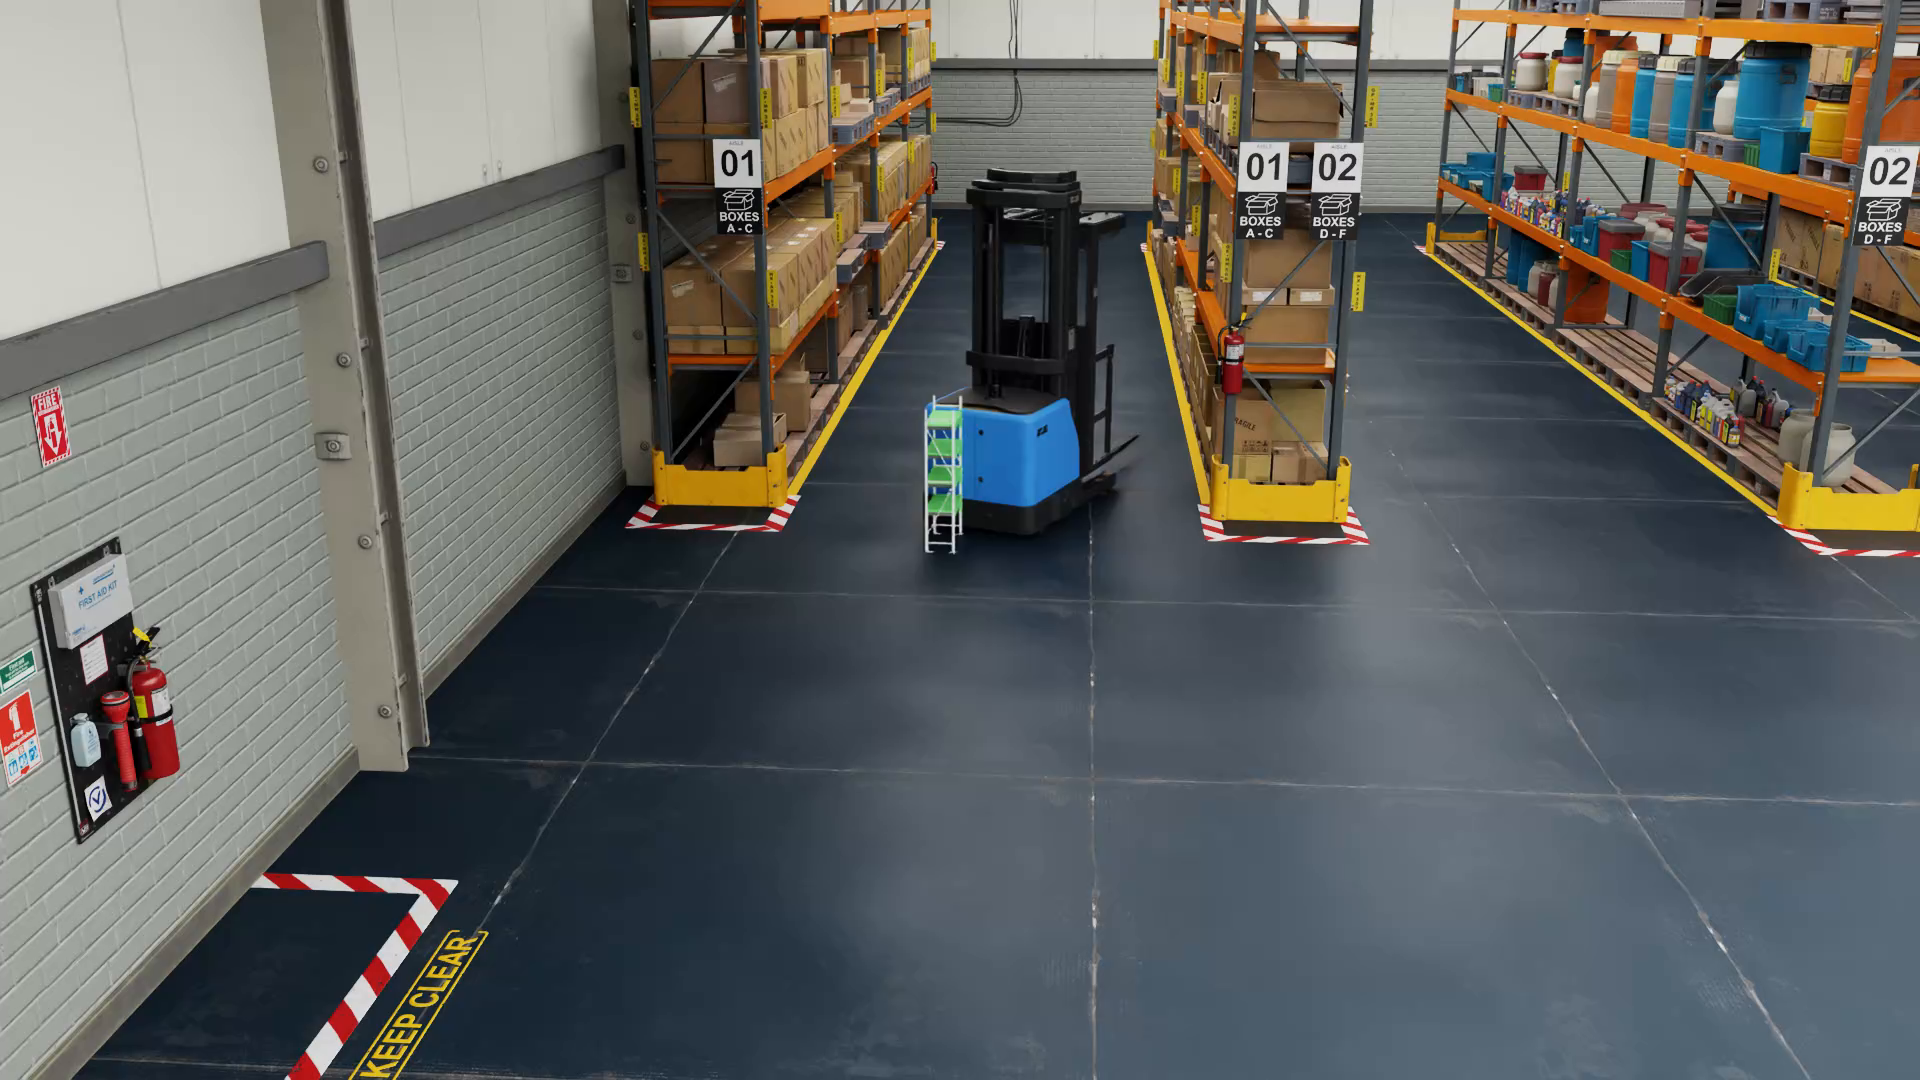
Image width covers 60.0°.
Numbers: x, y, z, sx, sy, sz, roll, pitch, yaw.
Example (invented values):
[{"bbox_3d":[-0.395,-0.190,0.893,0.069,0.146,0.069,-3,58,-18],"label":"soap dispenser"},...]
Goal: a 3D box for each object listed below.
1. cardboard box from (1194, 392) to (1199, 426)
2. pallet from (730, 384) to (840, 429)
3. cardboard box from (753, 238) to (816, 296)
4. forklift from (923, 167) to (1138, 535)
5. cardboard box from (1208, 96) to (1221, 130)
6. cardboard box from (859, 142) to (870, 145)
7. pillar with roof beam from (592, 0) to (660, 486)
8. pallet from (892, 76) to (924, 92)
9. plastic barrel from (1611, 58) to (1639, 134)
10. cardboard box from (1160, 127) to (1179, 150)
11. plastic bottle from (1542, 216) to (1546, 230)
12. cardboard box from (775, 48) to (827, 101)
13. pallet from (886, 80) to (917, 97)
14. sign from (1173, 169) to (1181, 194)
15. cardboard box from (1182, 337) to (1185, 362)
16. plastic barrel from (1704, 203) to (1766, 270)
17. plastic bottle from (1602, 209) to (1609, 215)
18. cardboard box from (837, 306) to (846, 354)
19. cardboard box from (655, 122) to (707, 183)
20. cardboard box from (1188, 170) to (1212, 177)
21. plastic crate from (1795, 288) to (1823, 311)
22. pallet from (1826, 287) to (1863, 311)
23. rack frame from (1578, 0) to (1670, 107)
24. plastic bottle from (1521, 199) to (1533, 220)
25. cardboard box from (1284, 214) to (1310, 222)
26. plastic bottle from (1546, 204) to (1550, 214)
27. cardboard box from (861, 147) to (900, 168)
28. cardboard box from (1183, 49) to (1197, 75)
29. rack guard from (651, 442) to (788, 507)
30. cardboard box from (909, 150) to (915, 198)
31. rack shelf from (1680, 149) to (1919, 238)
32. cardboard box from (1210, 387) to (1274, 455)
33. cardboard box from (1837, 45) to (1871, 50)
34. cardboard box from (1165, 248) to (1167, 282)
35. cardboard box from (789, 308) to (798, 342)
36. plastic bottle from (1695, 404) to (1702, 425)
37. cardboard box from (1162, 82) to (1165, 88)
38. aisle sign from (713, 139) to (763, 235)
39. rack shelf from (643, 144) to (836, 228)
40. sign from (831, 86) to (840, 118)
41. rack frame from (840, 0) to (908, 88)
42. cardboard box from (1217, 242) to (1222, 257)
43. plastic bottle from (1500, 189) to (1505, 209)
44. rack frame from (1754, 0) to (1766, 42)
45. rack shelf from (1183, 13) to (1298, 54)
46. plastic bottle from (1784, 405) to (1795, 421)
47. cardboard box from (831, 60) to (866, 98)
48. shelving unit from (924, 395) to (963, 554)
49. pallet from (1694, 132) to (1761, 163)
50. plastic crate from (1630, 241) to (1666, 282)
[{"bbox_3d":[2.653,-1.335,16.921,0.500,0.250,0.500,1,18,4],"label":"cardboard box"},{"bbox_3d":[-1.884,-1.464,18.053,1.003,0.211,1.213,1,18,4],"label":"pallet"},{"bbox_3d":[-1.710,-2.667,16.249,0.500,0.500,0.500,2,18,6],"label":"cardboard box"},{"bbox_3d":[0.789,-1.849,14.859,1.130,2.935,3.031,9,20,25],"label":"forklift"},{"bbox_3d":[2.733,-4.220,16.413,0.500,0.311,0.500,0,18,1],"label":"cardboard box"},{"bbox_3d":[-1.590,-5.901,25.241,0.500,0.250,0.500,2,18,6],"label":"cardboard box"},{"bbox_3d":[1.324,-4.748,13.962,9.100,9.000,0.400,1,18,4],"label":"pillar with roof beam"},{"bbox_3d":[-1.138,-7.499,27.316,1.003,0.211,1.213,1,18,4],"label":"pallet"},{"bbox_3d":[7.975,-5.196,19.457,0.600,0.830,0.708,1,18,4],"label":"plastic barrel"},{"bbox_3d":[3.492,-6.375,26.796,0.500,0.500,0.500,1,18,4],"label":"cardboard box"},{"bbox_3d":[7.979,-4.319,22.606,0.097,0.201,0.097,0,18,0],"label":"plastic bottle"},{"bbox_3d":[-1.636,-4.795,17.123,0.500,0.500,0.500,0,18,-1],"label":"cardboard box"},{"bbox_3d":[-1.228,-7.121,26.162,1.003,0.211,1.213,1,18,4],"label":"pallet"},{"bbox_3d":[2.815,-4.654,21.576,0.100,0.325,0.005,1,18,4],"label":"sign"},{"bbox_3d":[2.885,-2.234,19.664,0.500,0.250,0.500,2,18,5],"label":"cardboard box"},{"bbox_3d":[8.341,-3.129,17.851,0.600,0.901,0.708,1,18,4],"label":"plastic barrel"},{"bbox_3d":[8.756,-4.348,22.562,0.061,0.283,0.133,1,18,4],"label":"plastic bottle"},{"bbox_3d":[-1.771,-2.568,20.252,0.700,0.500,0.500,1,18,5],"label":"cardboard box"},{"bbox_3d":[-2.380,-3.374,14.394,0.500,0.500,0.500,3,18,8],"label":"cardboard box"},{"bbox_3d":[3.546,-4.857,23.093,0.700,0.500,0.500,5,19,14],"label":"cardboard box"},{"bbox_3d":[8.202,-2.357,16.539,0.499,0.251,0.616,1,18,4],"label":"plastic crate"},{"bbox_3d":[13.544,-3.585,24.526,1.003,0.211,1.213,1,18,4],"label":"pallet"},{"bbox_3d":[8.298,-6.871,20.440,1.000,3.000,0.127,1,18,4],"label":"rack frame"},{"bbox_3d":[8.088,-4.709,23.675,0.152,0.276,0.135,1,18,4],"label":"plastic bottle"},{"bbox_3d":[2.866,-2.636,14.906,0.700,0.500,0.500,1,18,2],"label":"cardboard box"},{"bbox_3d":[8.140,-4.509,23.054,0.061,0.283,0.133,1,18,4],"label":"plastic bottle"},{"bbox_3d":[-1.158,-5.571,24.232,0.500,0.250,0.500,2,18,5],"label":"cardboard box"},{"bbox_3d":[3.441,-6.525,23.206,0.600,0.600,0.600,1,18,2],"label":"cardboard box"},{"bbox_3d":[-2.152,-0.592,14.928,1.175,0.500,0.348,1,18,4],"label":"rack guard"},{"bbox_3d":[-1.242,-5.794,26.307,0.980,0.700,0.700,2,18,5],"label":"cardboard box"},{"bbox_3d":[7.867,-3.240,15.332,1.077,0.370,4.000,1,18,4],"label":"rack shelf"},{"bbox_3d":[2.525,-1.070,14.907,0.500,0.500,0.500,1,18,4],"label":"cardboard box"},{"bbox_3d":[13.598,-7.520,25.039,0.500,0.250,0.500,0,18,0],"label":"cardboard box"},{"bbox_3d":[3.339,-4.085,24.879,0.500,0.500,0.500,2,18,5],"label":"cardboard box"},{"bbox_3d":[-1.783,-2.001,15.421,0.500,0.250,0.500,1,18,2],"label":"cardboard box"},{"bbox_3d":[7.482,-1.270,16.768,0.097,0.201,0.097,0,18,0],"label":"plastic bottle"},{"bbox_3d":[3.487,-7.196,26.490,0.500,0.250,0.500,1,18,4],"label":"cardboard box"},{"bbox_3d":[-1.863,-2.963,13.973,0.394,0.787,0.004,1,18,4],"label":"aisle sign"},{"bbox_3d":[-2.014,-3.461,16.007,1.077,0.370,4.000,1,18,4],"label":"rack shelf"},{"bbox_3d":[-1.329,-4.660,17.681,0.100,0.325,0.005,1,18,4],"label":"sign"},{"bbox_3d":[-1.297,-8.334,24.907,1.000,3.000,0.127,1,18,4],"label":"rack frame"},{"bbox_3d":[2.806,-2.927,16.835,0.380,0.149,0.250,1,18,3],"label":"cardboard box"},{"bbox_3d":[8.132,-5.103,24.866,0.061,0.283,0.133,1,18,4],"label":"plastic bottle"},{"bbox_3d":[13.811,-9.245,27.686,1.000,3.000,0.127,1,18,4],"label":"rack frame"},{"bbox_3d":[3.214,-5.830,19.060,1.077,0.370,4.000,1,18,4],"label":"rack shelf"},{"bbox_3d":[8.211,-1.205,16.457,0.097,0.271,0.097,0,18,0],"label":"plastic bottle"},{"bbox_3d":[-1.607,-6.072,21.953,0.700,0.500,0.500,0,18,0],"label":"cardboard box"},{"bbox_3d":[-0.134,-0.540,13.643,0.258,1.200,0.503,2,18,7],"label":"shelving unit"},{"bbox_3d":[8.056,-3.887,16.455,1.213,0.211,1.003,1,18,4],"label":"pallet"},{"bbox_3d":[7.780,-3.120,18.652,0.392,0.384,0.575,1,18,4],"label":"plastic crate"}]
